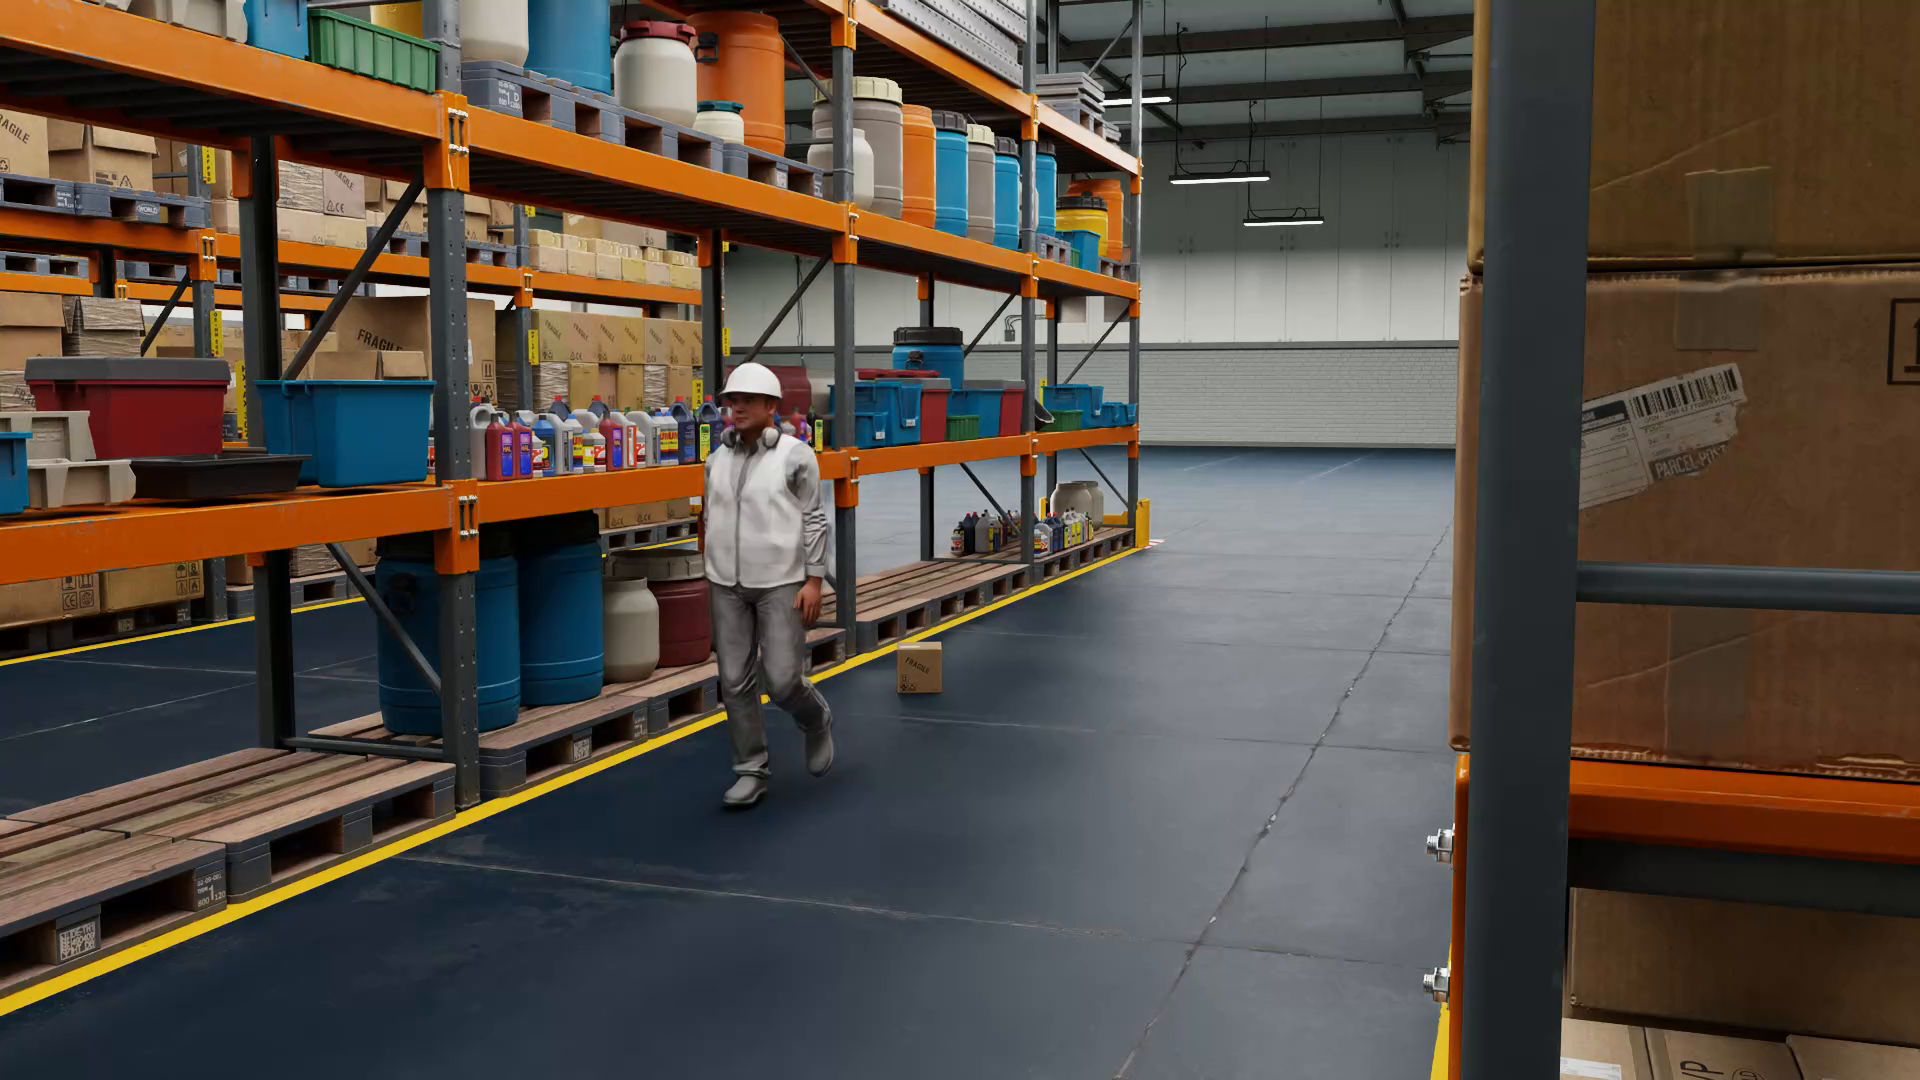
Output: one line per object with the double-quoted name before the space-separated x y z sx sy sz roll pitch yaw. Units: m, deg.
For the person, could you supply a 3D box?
"person" -0.784 0.164 6.762 0.548 1.761 0.567 2 5 20
